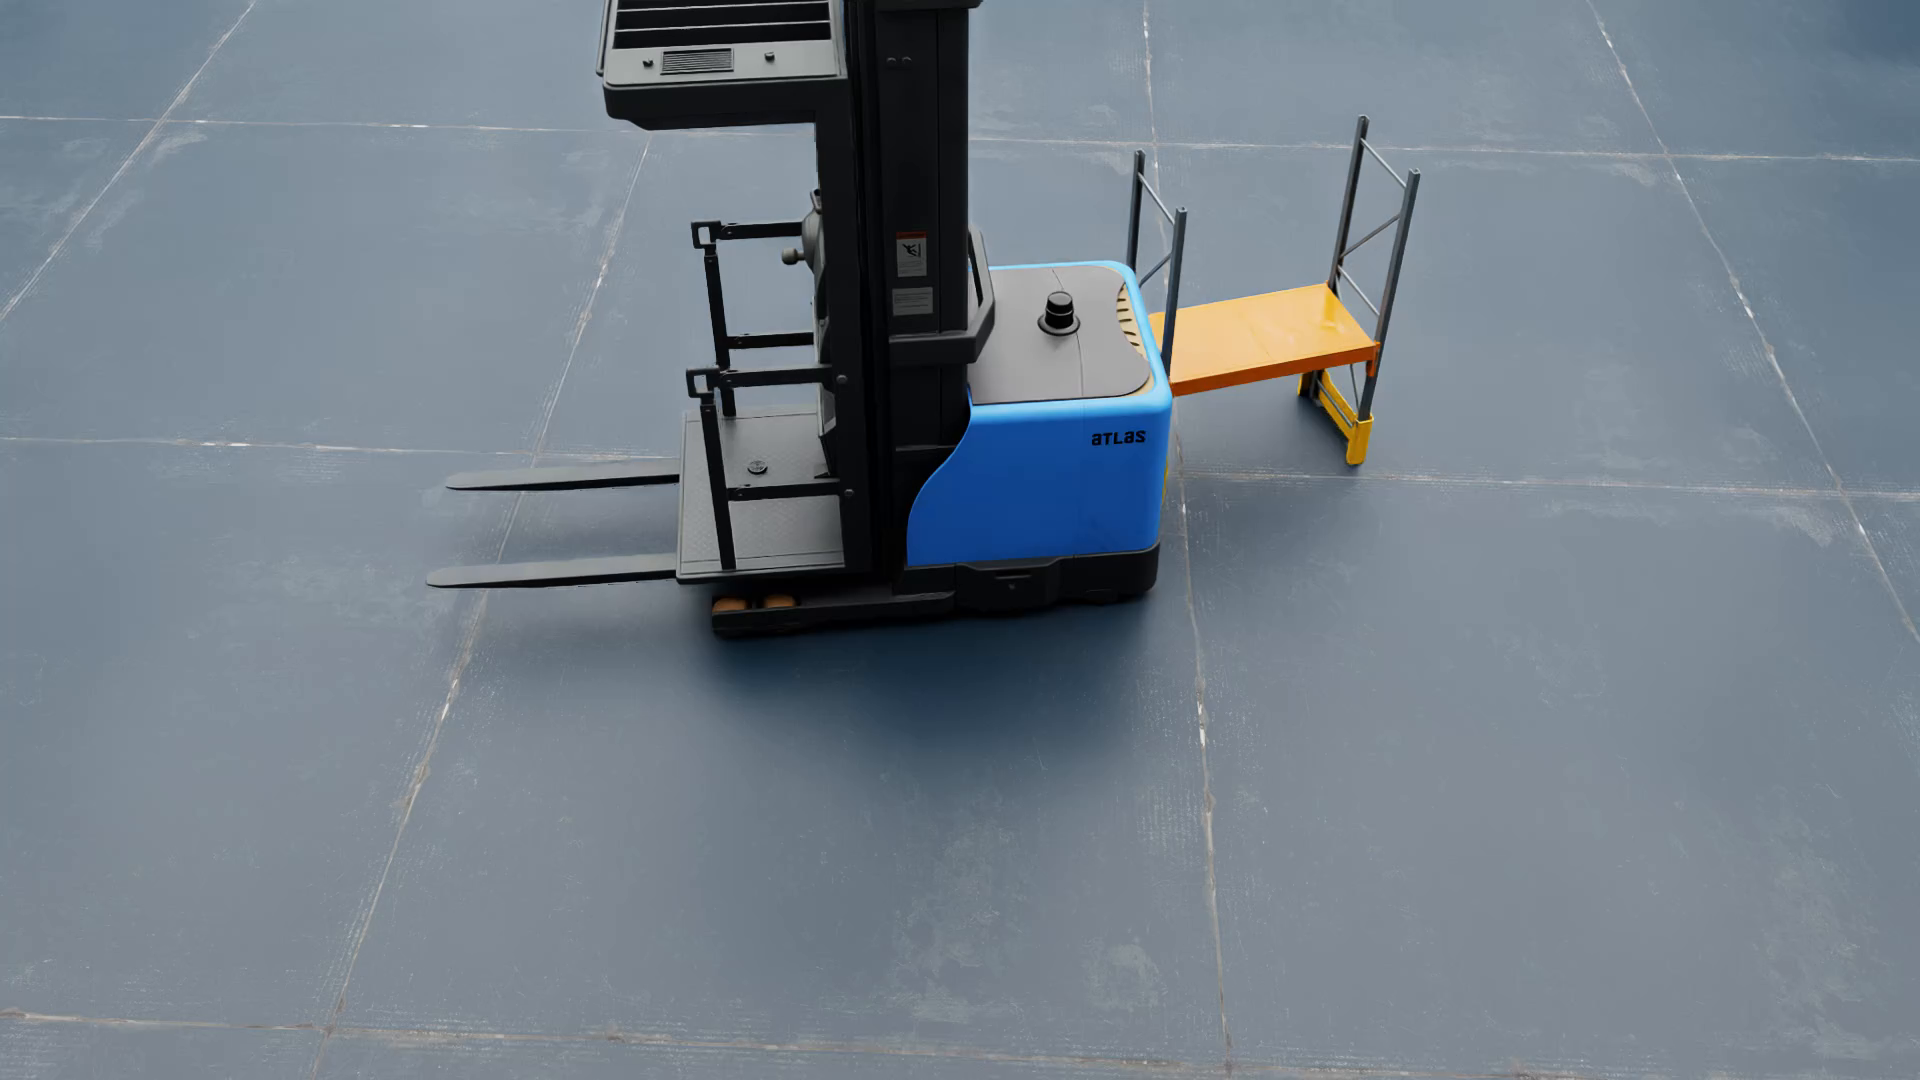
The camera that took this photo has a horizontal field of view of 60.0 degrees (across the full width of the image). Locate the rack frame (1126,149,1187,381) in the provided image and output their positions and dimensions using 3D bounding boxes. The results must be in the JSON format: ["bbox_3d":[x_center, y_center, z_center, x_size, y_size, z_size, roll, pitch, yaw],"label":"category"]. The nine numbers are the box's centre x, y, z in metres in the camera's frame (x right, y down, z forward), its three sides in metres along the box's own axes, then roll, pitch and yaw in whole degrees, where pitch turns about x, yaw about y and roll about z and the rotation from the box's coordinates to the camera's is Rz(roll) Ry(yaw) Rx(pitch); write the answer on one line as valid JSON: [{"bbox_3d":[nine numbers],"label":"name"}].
[{"bbox_3d":[0.807,-0.901,7.202,0.032,1.500,0.500,-11,44,-12],"label":"rack frame"}]

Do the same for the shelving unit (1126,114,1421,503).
[{"bbox_3d":[1.285,-0.998,7.306,1.083,1.500,0.587,-11,44,-12],"label":"shelving unit"}]

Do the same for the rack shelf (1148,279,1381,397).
[{"bbox_3d":[1.294,-0.868,7.431,1.000,0.185,0.538,-11,44,-12],"label":"rack shelf"}]

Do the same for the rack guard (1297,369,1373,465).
[{"bbox_3d":[1.763,-0.637,7.836,0.087,0.250,0.587,-11,44,-12],"label":"rack guard"}]

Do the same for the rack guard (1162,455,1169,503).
[{"bbox_3d":[0.808,-0.444,7.629,0.087,0.250,0.587,-11,44,-12],"label":"rack guard"}]

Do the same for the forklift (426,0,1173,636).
[{"bbox_3d":[-0.715,-1.055,6.317,3.031,2.935,1.130,-4,43,-4],"label":"forklift"}]

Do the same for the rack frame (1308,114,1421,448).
[{"bbox_3d":[1.781,-1.098,7.414,0.032,1.500,0.500,-11,44,-12],"label":"rack frame"}]
